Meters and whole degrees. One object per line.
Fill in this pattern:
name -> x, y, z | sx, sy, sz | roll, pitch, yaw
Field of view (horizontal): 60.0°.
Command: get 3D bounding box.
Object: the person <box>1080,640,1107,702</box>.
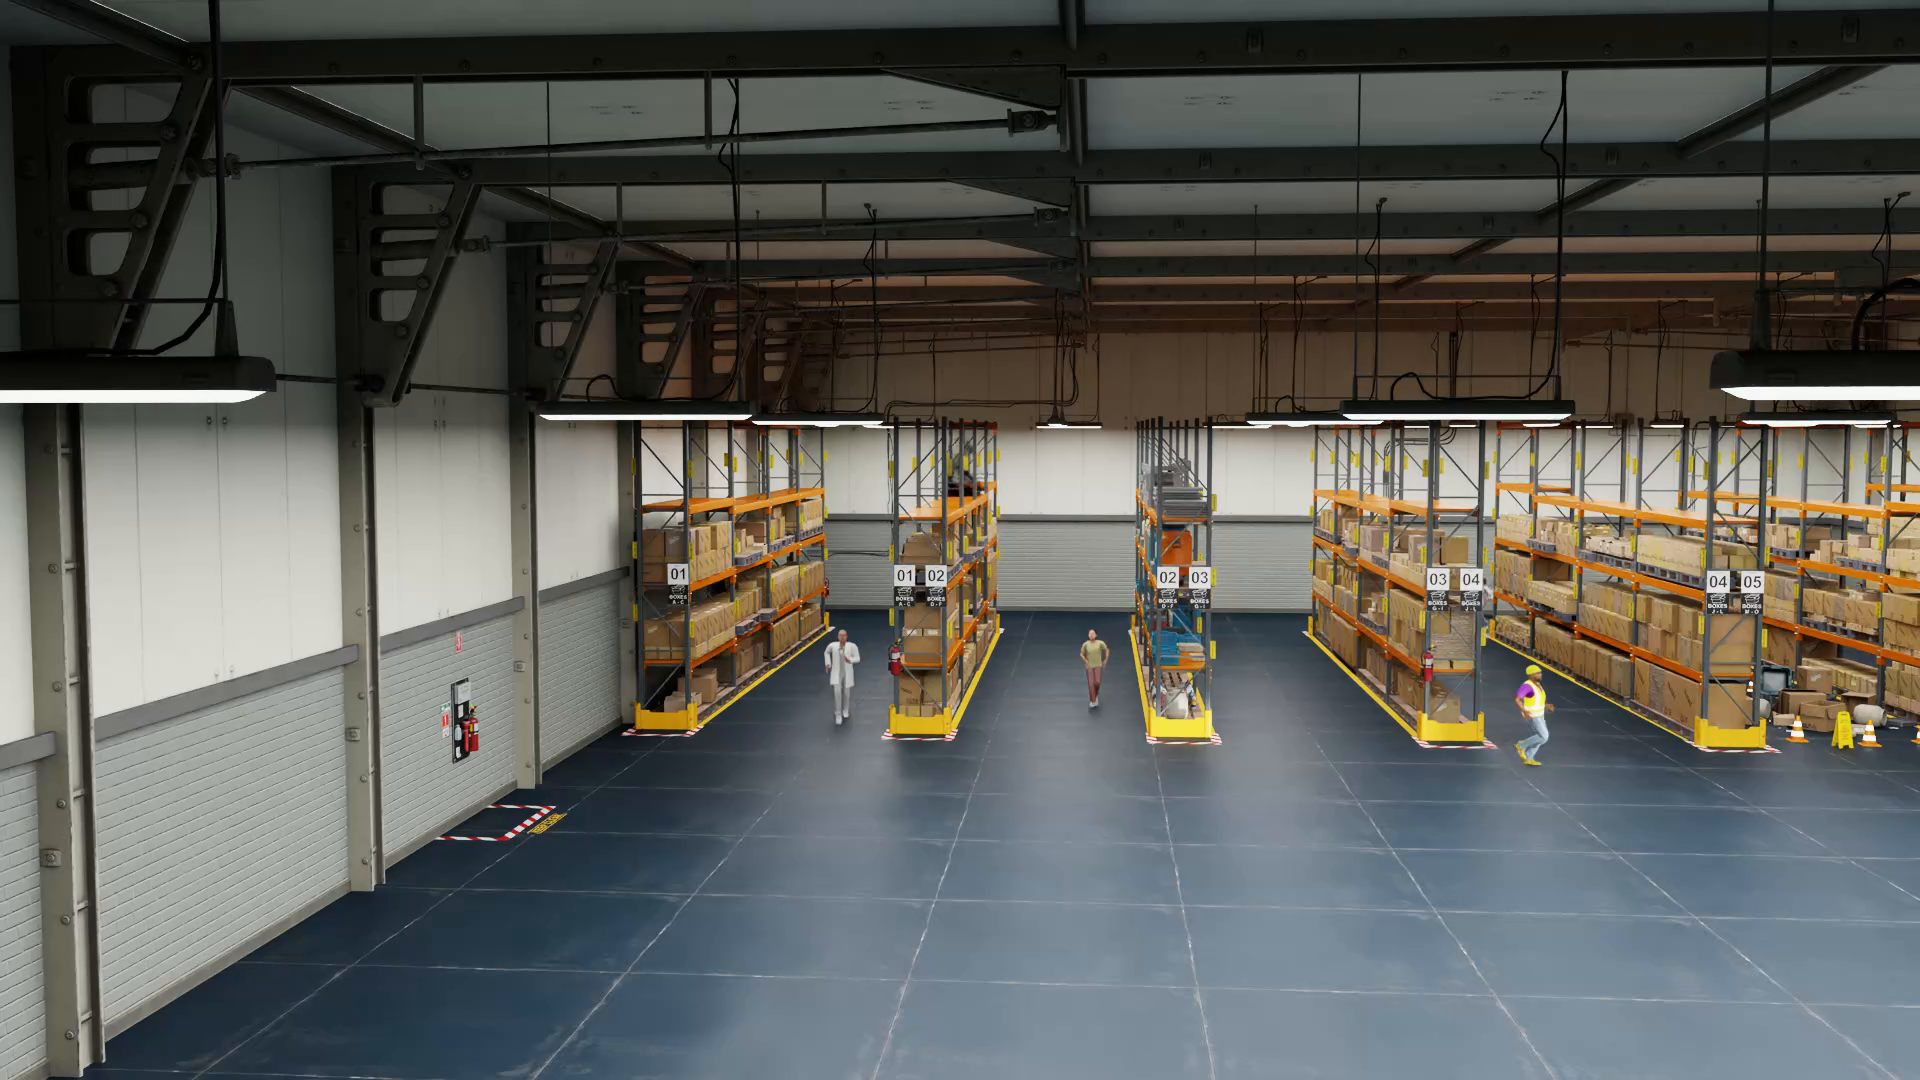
person -> 2.761, 2.743, 34.502 | 0.543, 1.327, 0.586 | 1, 4, 10

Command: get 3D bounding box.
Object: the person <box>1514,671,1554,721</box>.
person -> 7.589, 2.233, 34.397 | 11.482, 0.878, 7.371 | 3, 5, 38

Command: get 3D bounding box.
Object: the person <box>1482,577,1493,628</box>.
person -> 14.769, 1.847, 47.274 | 0.790, 1.591, 0.602 | -1, 4, -10

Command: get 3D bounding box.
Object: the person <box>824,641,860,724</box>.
person -> -2.320, 2.776, 32.801 | 0.692, 1.568, 0.992 | 0, 4, -5
